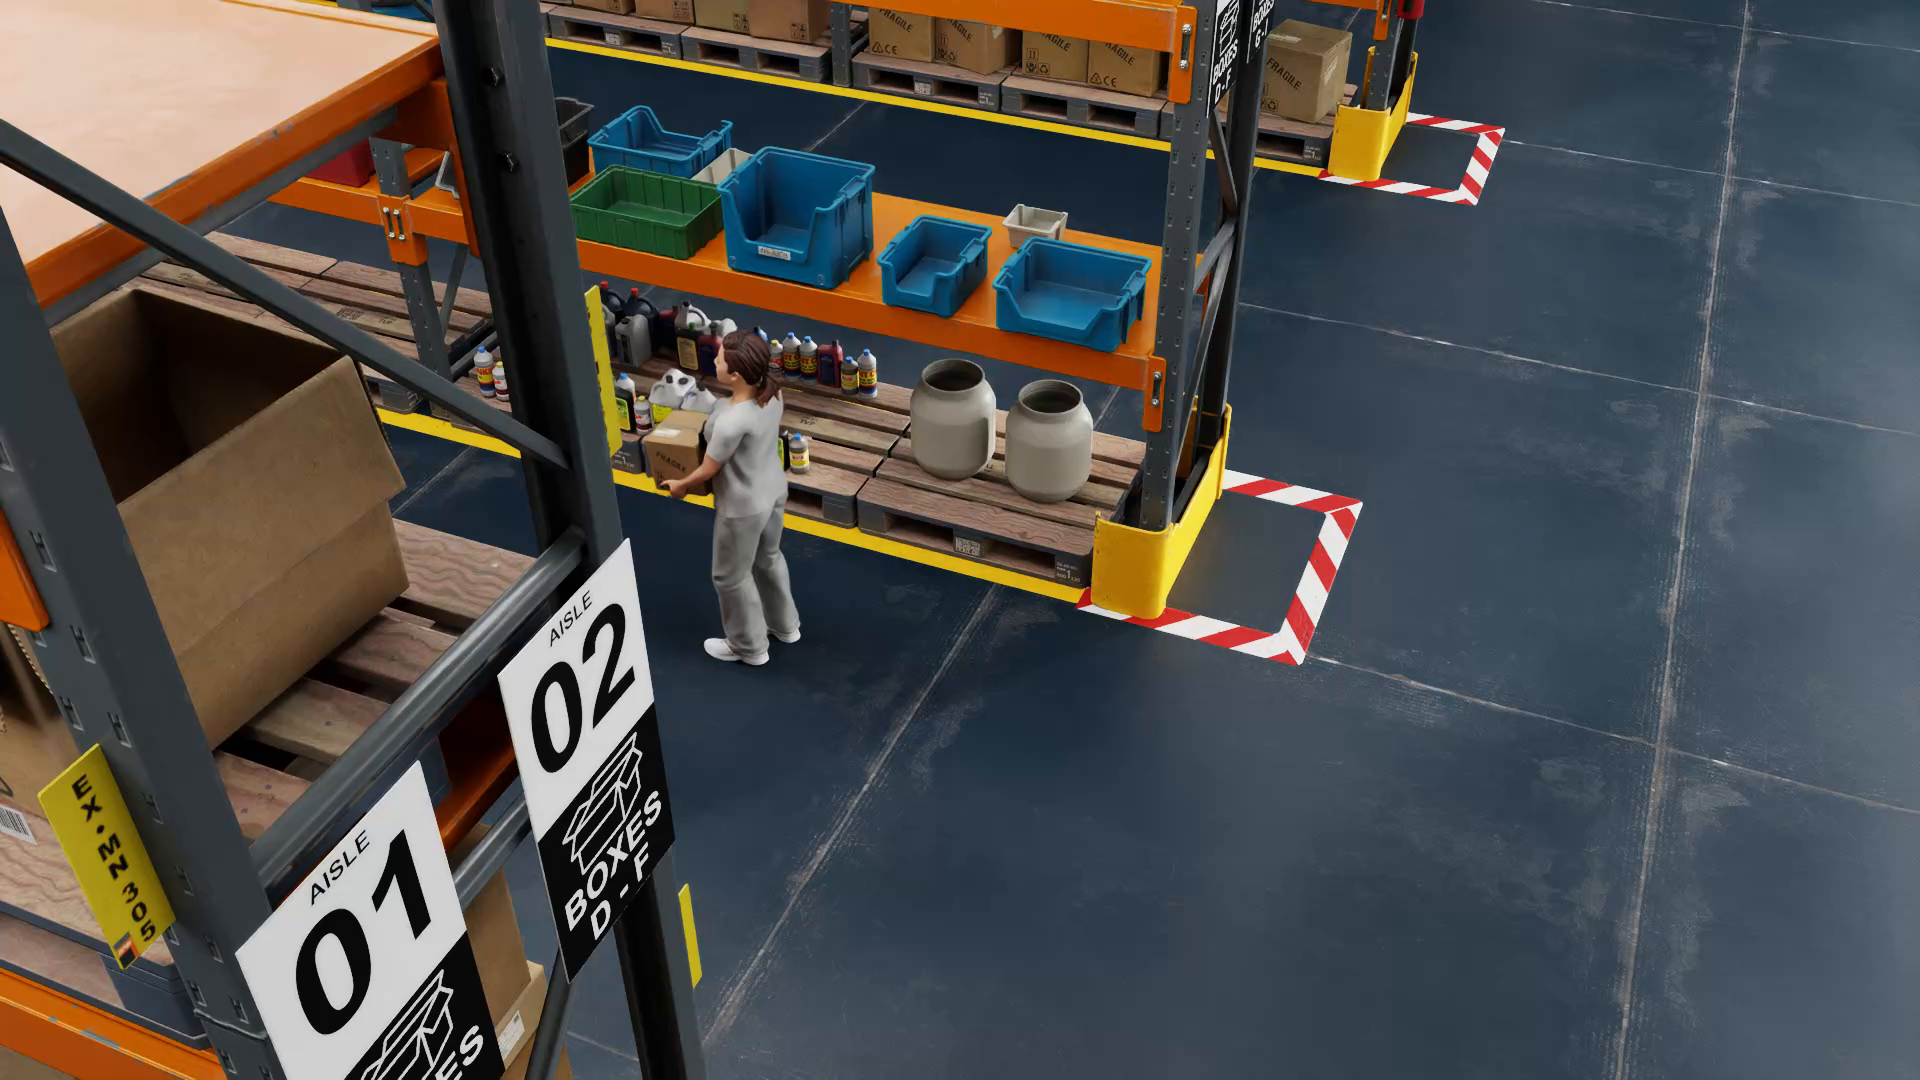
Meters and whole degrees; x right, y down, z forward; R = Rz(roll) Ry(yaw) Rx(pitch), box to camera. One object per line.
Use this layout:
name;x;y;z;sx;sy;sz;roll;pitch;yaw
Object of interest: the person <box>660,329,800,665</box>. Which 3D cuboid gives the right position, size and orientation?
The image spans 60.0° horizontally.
person;-0.967;-0.178;7.066;0.535;1.661;0.434;14;40;18
